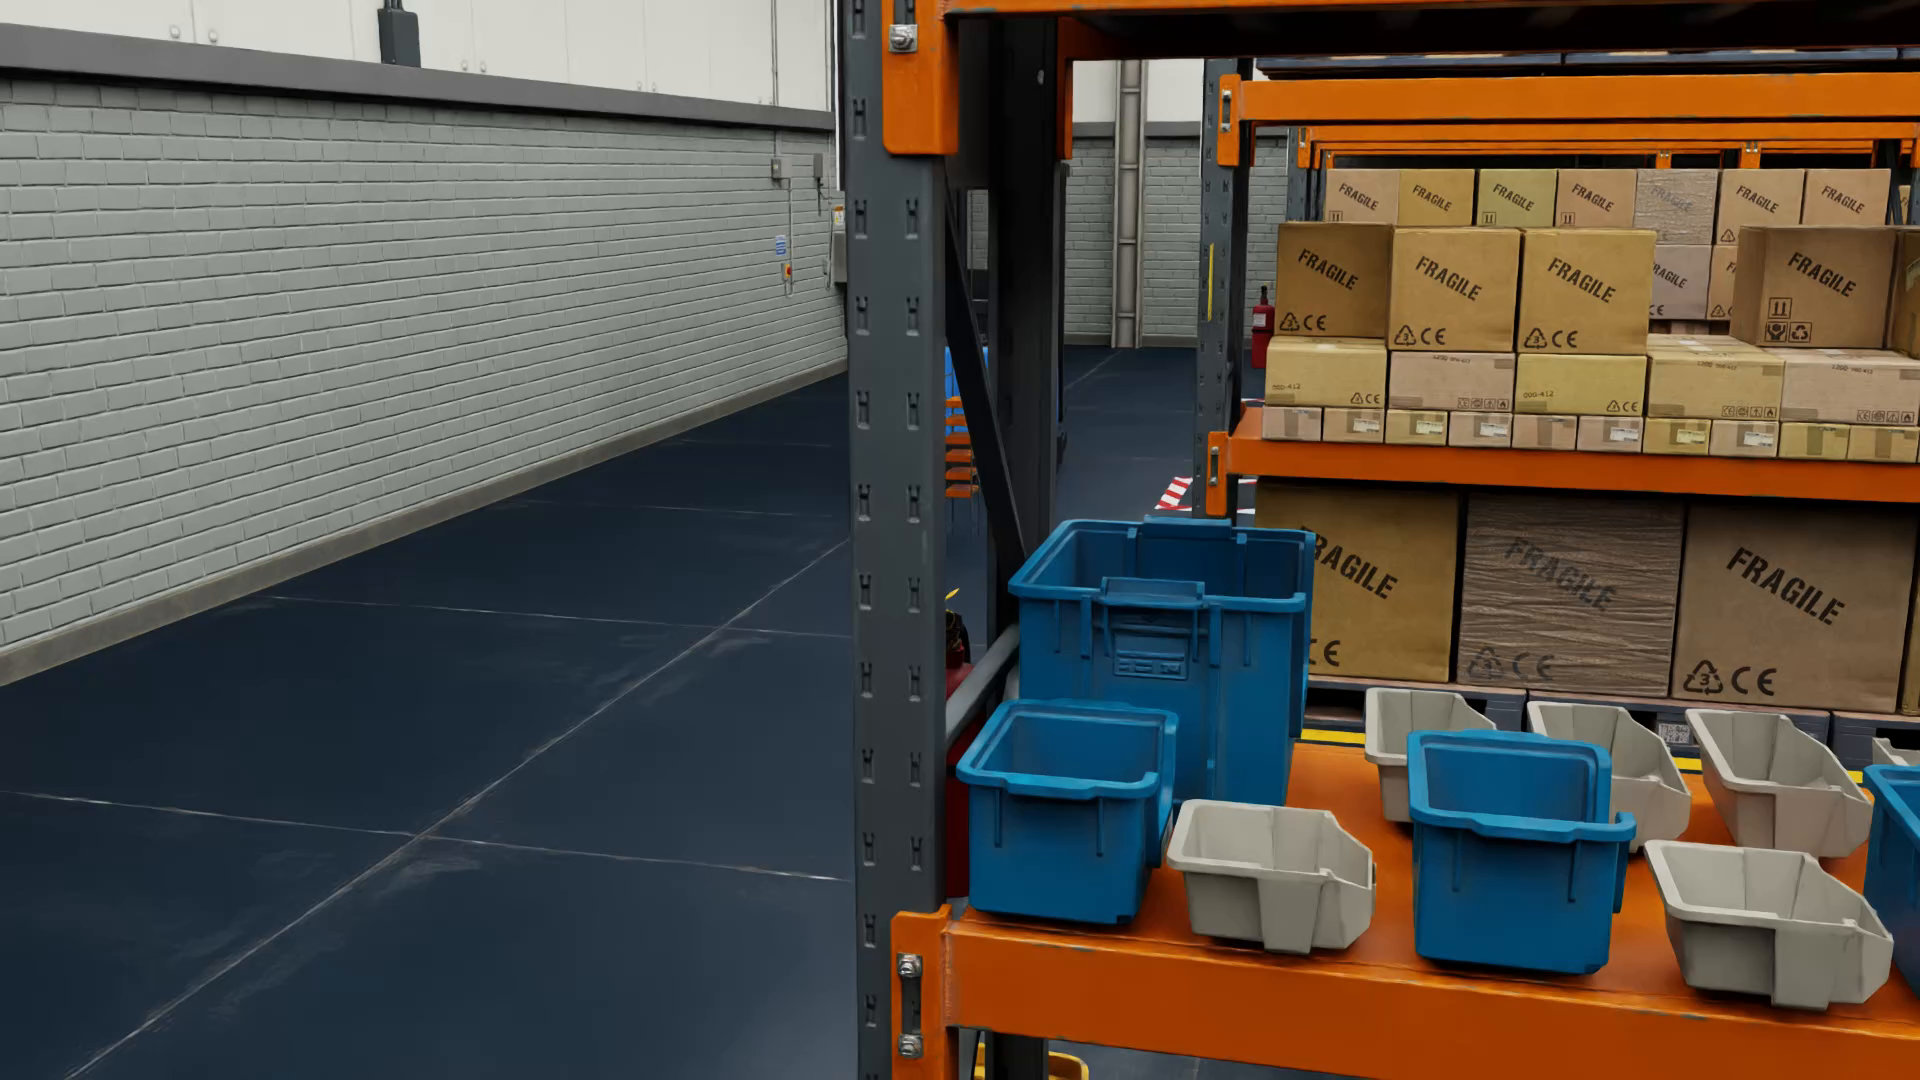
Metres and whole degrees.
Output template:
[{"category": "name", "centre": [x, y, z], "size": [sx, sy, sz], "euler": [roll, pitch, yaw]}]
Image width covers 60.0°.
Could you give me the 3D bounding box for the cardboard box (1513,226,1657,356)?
[{"category": "cardboard box", "centre": [2.594, -1.054, 6.987], "size": [0.500, 0.500, 0.500], "euler": [3, 13, 12]}]

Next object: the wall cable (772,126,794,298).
[{"category": "wall cable", "centre": [-1.902, -3.632, 18.261], "size": [0.123, 1.953, 0.585], "euler": [3, 13, 14]}]

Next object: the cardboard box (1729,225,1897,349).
[{"category": "cardboard box", "centre": [3.700, -1.111, 7.246], "size": [0.500, 0.500, 0.500], "euler": [3, 13, 12]}]

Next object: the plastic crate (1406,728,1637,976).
[{"category": "plastic crate", "centre": [0.816, 0.461, 2.478], "size": [0.300, 0.233, 0.416], "euler": [3, 13, 14]}]

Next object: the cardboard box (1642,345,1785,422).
[{"category": "cardboard box", "centre": [3.106, -0.661, 6.947], "size": [0.500, 0.250, 0.500], "euler": [3, 13, 12]}]

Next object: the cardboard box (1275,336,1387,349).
[{"category": "cardboard box", "centre": [1.737, -0.852, 7.807], "size": [0.500, 0.250, 0.500], "euler": [3, 13, 13]}]

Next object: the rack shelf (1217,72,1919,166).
[{"category": "rack shelf", "centre": [3.145, -1.758, 6.970], "size": [4.000, 0.370, 1.077], "euler": [3, 13, 14]}]

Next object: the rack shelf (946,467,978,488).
[{"category": "rack shelf", "centre": [0.014, -0.424, 11.136], "size": [0.180, 0.103, 0.258], "euler": [3, 13, 14]}]

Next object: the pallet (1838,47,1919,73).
[{"category": "pallet", "centre": [4.295, -2.007, 6.635], "size": [1.213, 0.211, 1.003], "euler": [3, 13, 14]}]

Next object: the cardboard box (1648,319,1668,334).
[{"category": "cardboard box", "centre": [4.769, -1.490, 11.604], "size": [0.250, 0.149, 0.380], "euler": [3, 13, 13]}]

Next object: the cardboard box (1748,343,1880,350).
[{"category": "cardboard box", "centre": [3.707, -0.746, 7.328], "size": [0.500, 0.250, 0.500], "euler": [3, 13, 15]}]

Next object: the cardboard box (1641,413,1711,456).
[{"category": "cardboard box", "centre": [2.962, -0.459, 6.958], "size": [0.250, 0.149, 0.380], "euler": [3, 13, 12]}]

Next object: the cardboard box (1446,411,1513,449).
[{"category": "cardboard box", "centre": [2.220, -0.499, 7.138], "size": [0.250, 0.149, 0.380], "euler": [3, 13, 13]}]

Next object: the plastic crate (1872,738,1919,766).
[{"category": "plastic crate", "centre": [1.698, 0.435, 2.818], "size": [0.250, 0.136, 0.298], "euler": [3, 13, 14]}]

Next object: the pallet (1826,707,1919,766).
[{"category": "pallet", "centre": [4.367, 0.764, 7.303], "size": [1.213, 0.211, 1.003], "euler": [3, 13, 14]}]

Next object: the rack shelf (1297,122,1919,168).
[{"category": "rack shelf", "centre": [4.431, -2.796, 11.647], "size": [4.000, 0.370, 1.077], "euler": [3, 13, 14]}]

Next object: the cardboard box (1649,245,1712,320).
[{"category": "cardboard box", "centre": [4.849, -1.792, 11.469], "size": [0.500, 0.500, 0.500], "euler": [3, 13, 13]}]

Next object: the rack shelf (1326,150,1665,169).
[{"category": "rack shelf", "centre": [6.705, -4.886, 21.068], "size": [4.000, 0.370, 1.077], "euler": [3, 13, 14]}]

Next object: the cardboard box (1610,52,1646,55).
[{"category": "cardboard box", "centre": [4.340, -3.263, 11.283], "size": [0.500, 0.250, 0.500], "euler": [3, 13, 11]}]

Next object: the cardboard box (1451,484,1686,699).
[{"category": "cardboard box", "centre": [2.727, 0.147, 7.583], "size": [0.875, 0.875, 0.875], "euler": [3, 13, 14]}]

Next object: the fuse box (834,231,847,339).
[{"category": "fuse box", "centre": [-1.258, -2.926, 20.471], "size": [0.414, 1.711, 0.539], "euler": [3, 13, 14]}]

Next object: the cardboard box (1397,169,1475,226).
[{"category": "cardboard box", "centre": [3.353, -2.365, 11.742], "size": [0.500, 0.500, 0.500], "euler": [3, 13, 15]}]

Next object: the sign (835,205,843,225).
[{"category": "sign", "centre": [-1.472, -3.957, 20.238], "size": [0.001, 0.242, 0.339], "euler": [3, 13, 14]}]

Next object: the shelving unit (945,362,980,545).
[{"category": "shelving unit", "centre": [0.014, -0.585, 11.100], "size": [0.189, 1.200, 0.258], "euler": [3, 13, 14]}]

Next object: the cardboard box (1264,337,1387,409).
[{"category": "cardboard box", "centre": [1.605, -0.739, 7.301], "size": [0.500, 0.250, 0.500], "euler": [3, 13, 12]}]

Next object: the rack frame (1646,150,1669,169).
[{"category": "rack frame", "centre": [8.647, -3.669, 20.848], "size": [0.127, 3.000, 1.000], "euler": [3, 13, 14]}]

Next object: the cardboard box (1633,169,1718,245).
[{"category": "cardboard box", "centre": [4.855, -2.284, 11.378], "size": [0.500, 0.500, 0.500], "euler": [3, 13, 15]}]

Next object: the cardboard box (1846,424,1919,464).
[{"category": "cardboard box", "centre": [3.713, -0.419, 6.777], "size": [0.250, 0.149, 0.380], "euler": [3, 13, 15]}]

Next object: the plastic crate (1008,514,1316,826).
[{"category": "plastic crate", "centre": [0.386, 0.224, 3.079], "size": [0.499, 0.435, 0.616], "euler": [3, 13, 14]}]

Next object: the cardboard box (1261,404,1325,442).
[{"category": "cardboard box", "centre": [1.469, -0.539, 7.316], "size": [0.250, 0.149, 0.380], "euler": [3, 13, 14]}]

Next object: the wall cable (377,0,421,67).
[{"category": "wall cable", "centre": [-3.461, -6.267, 11.276], "size": [0.120, 5.999, 2.277], "euler": [3, 13, 14]}]

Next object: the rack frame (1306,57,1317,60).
[{"category": "rack frame", "centre": [2.490, -4.716, 11.712], "size": [0.127, 3.000, 1.000], "euler": [3, 13, 14]}]

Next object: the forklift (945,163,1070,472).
[{"category": "forklift", "centre": [0.376, -2.213, 14.442], "size": [1.130, 2.935, 3.031], "euler": [1, 13, 6]}]

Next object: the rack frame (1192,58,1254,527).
[{"category": "rack frame", "centre": [1.203, -0.749, 7.685], "size": [0.127, 3.000, 1.000], "euler": [3, 13, 14]}]

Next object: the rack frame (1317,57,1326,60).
[{"category": "rack frame", "centre": [3.578, -5.762, 16.428], "size": [0.127, 3.000, 1.000], "euler": [3, 13, 14]}]

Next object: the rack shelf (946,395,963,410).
[{"category": "rack shelf", "centre": [0.014, -0.893, 11.032], "size": [0.180, 0.103, 0.258], "euler": [3, 13, 14]}]

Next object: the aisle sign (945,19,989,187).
[{"category": "aisle sign", "centre": [0.017, -1.042, 3.003], "size": [0.004, 0.787, 0.394], "euler": [3, 13, 14]}]

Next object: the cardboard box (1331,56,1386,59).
[{"category": "cardboard box", "centre": [2.863, -3.344, 11.648], "size": [0.500, 0.250, 0.500], "euler": [3, 13, 14]}]

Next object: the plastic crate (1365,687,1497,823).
[{"category": "plastic crate", "centre": [0.852, 0.396, 2.993], "size": [0.243, 0.136, 0.396], "euler": [3, 13, 14]}]
